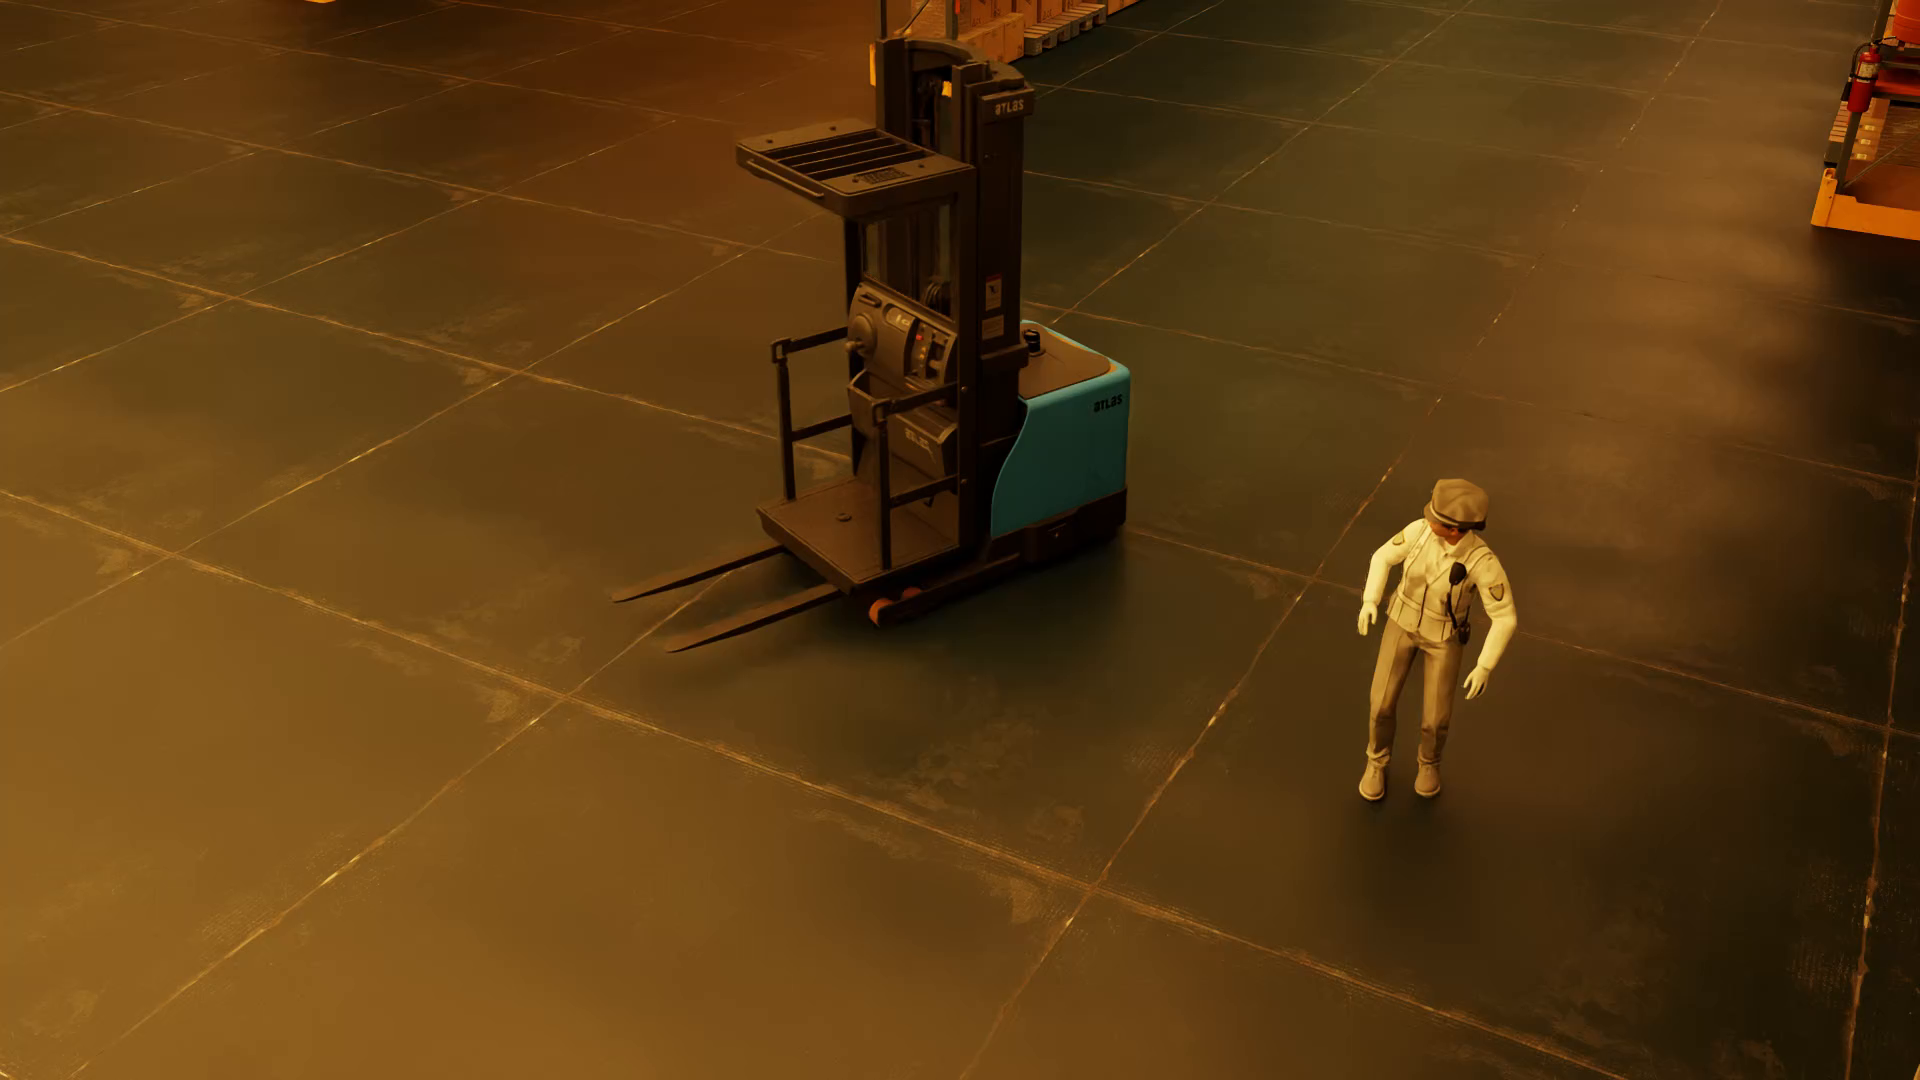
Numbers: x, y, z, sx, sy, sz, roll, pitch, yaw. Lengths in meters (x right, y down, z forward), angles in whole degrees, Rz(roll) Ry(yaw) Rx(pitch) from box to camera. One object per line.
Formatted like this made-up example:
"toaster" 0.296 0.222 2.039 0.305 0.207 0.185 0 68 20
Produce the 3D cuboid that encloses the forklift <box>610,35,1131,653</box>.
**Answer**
"forklift" -0.487 -1.082 8.945 3.031 2.935 1.130 -20 36 -31

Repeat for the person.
"person" 2.149 0.468 7.586 0.712 1.632 0.481 18 35 29
